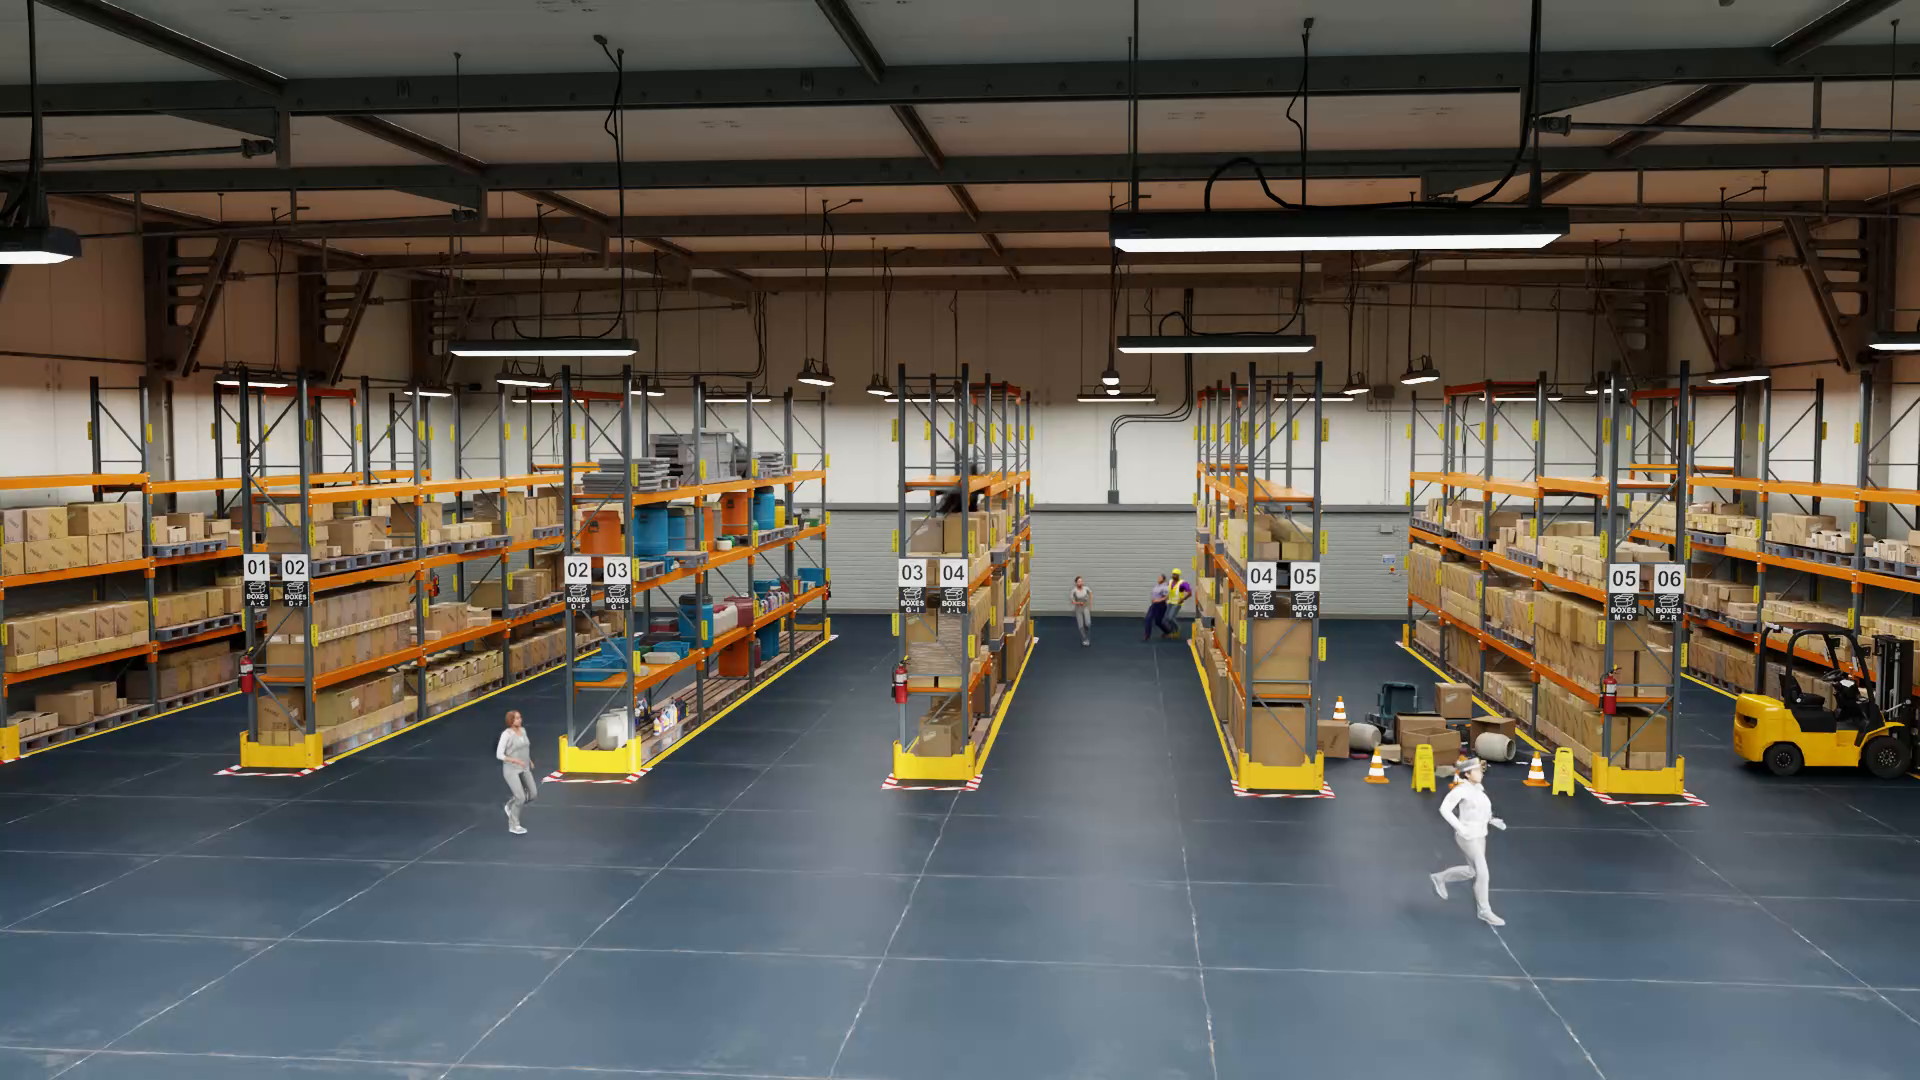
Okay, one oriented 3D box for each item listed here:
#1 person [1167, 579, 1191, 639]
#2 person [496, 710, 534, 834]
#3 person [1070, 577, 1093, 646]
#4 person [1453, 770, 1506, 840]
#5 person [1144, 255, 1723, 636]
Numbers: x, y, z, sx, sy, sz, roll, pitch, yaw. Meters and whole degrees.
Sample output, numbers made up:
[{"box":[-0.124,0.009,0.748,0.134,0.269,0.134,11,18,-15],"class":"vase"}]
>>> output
[{"box":[5.229,1.671,40.352,0.530,1.481,0.683,-3,5,-36],"class":"person"},{"box":[-5.529,2.891,20.768,0.547,1.551,0.531,2,4,31],"class":"person"},{"box":[2.856,1.672,39.149,0.567,1.641,0.611,0,4,-3],"class":"person"},{"box":[5.318,2.665,17.065,0.461,0.782,0.449,3,5,43],"class":"person"},{"box":[12.626,-2.037,38.744,13.171,8.891,10.237,-2,4,-30],"class":"person"}]
